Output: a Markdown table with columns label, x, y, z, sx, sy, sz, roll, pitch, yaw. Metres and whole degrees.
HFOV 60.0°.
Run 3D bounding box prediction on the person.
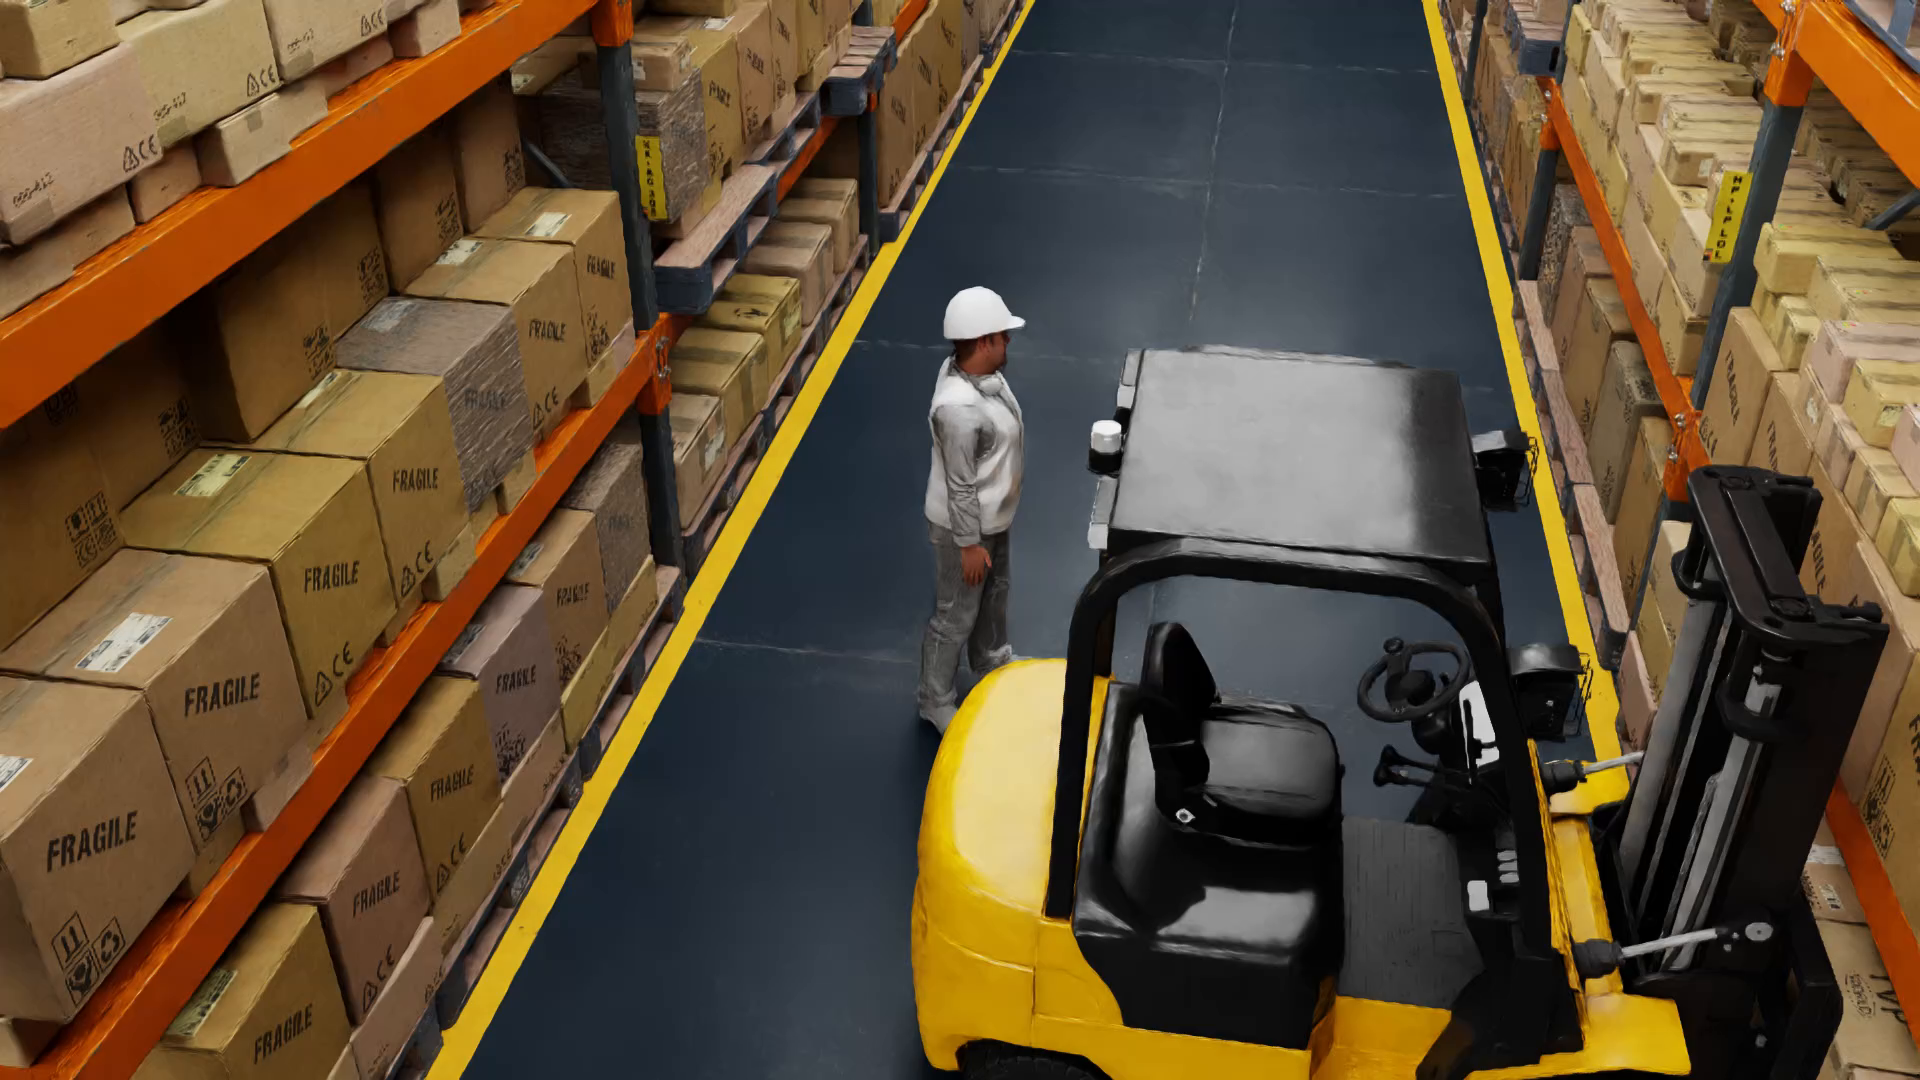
| label | x | y | z | sx | sy | sz | roll | pitch | yaw |
| --- | --- | --- | --- | --- | --- | --- | --- | --- | --- |
| person | 0.093 | -0.112 | 6.245 | 0.501 | 1.772 | 0.608 | 5 | 33 | 8 |
